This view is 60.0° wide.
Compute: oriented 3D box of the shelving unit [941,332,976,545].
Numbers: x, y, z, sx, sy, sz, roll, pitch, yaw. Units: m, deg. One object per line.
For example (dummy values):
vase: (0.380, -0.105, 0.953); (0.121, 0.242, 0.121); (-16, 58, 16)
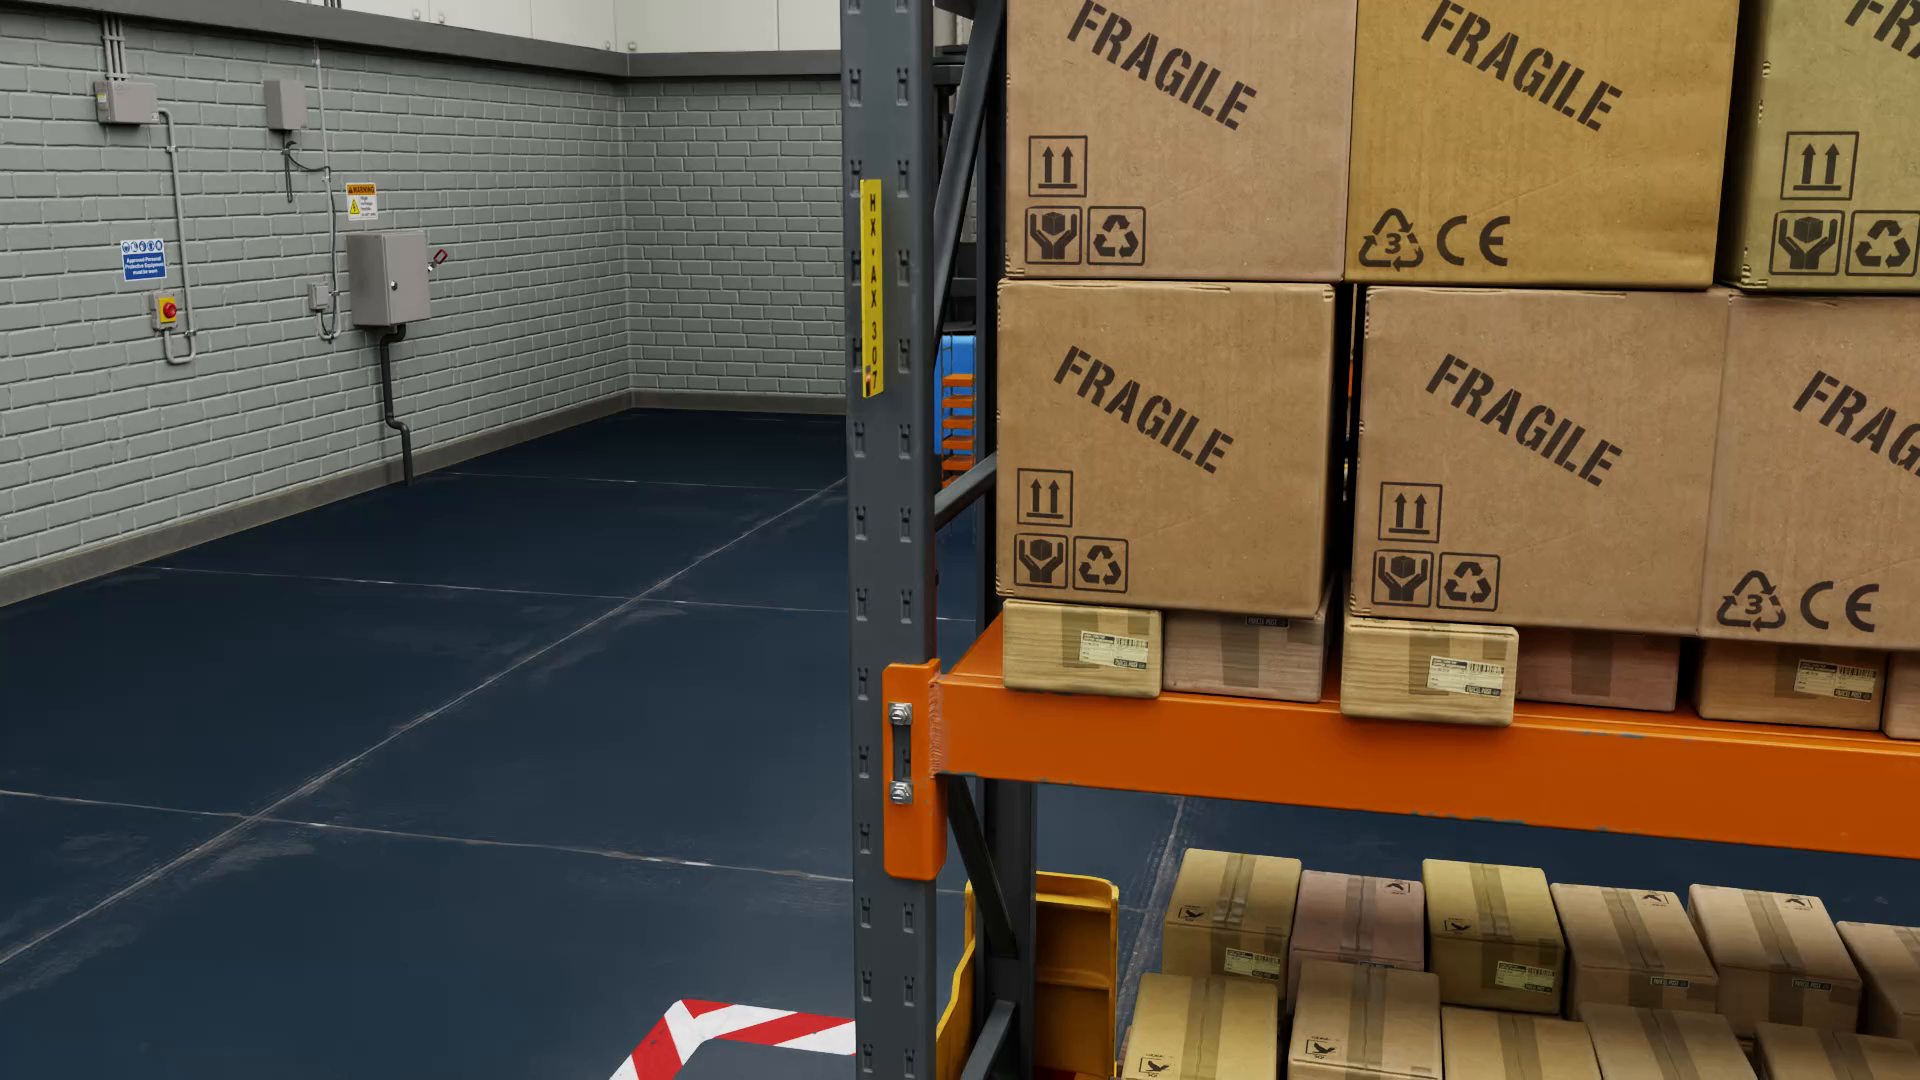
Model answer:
shelving unit: (0.014, -0.585, 9.600); (0.189, 1.200, 0.258); (3, 13, 14)

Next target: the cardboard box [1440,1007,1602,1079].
cardboard box: (0.934, 0.948, 2.774); (0.250, 0.149, 0.380); (3, 13, 13)

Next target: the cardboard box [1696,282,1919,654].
cardboard box: (1.364, -0.138, 2.514); (0.500, 0.500, 0.500); (3, 13, 14)

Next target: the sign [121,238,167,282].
sign: (-4.467, -1.535, 9.102); (0.001, 0.218, 0.327); (3, 13, 14)

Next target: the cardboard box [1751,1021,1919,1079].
cardboard box: (1.462, 0.960, 2.721); (0.250, 0.149, 0.380); (4, 13, 16)

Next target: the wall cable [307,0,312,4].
wall cable: (-4.323, -4.445, 8.992); (0.029, 3.000, 2.355); (3, 13, 14)

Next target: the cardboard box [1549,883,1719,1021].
cardboard box: (1.319, 0.833, 3.292); (0.250, 0.149, 0.380); (3, 13, 11)

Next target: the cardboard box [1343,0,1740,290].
cardboard box: (0.860, -0.654, 2.531); (0.500, 0.500, 0.500); (3, 13, 15)

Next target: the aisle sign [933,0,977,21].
aisle sign: (-0.003, -1.412, 3.171); (0.004, 0.787, 0.394); (3, 13, 14)

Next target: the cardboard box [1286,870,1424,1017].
cardboard box: (0.801, 0.820, 3.353); (0.250, 0.149, 0.380); (3, 13, 15)

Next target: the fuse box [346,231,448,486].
fuse box: (-3.751, -1.215, 11.260); (0.414, 1.711, 0.539); (3, 13, 14)

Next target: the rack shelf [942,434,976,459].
rack shelf: (0.014, -0.542, 9.610); (0.180, 0.103, 0.258); (3, 13, 14)

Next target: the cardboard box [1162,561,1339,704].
cardboard box: (0.489, 0.137, 2.771); (0.250, 0.149, 0.380); (4, 13, 16)

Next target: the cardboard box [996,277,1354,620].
cardboard box: (0.366, -0.189, 2.741); (0.500, 0.500, 0.500); (4, 13, 16)

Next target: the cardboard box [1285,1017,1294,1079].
cardboard box: (0.831, 1.086, 3.525); (0.250, 0.149, 0.380); (3, 13, 15)

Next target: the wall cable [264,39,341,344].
wall cable: (-4.067, -2.205, 10.400); (0.122, 1.984, 0.588); (3, 13, 14)

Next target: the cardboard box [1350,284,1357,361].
cardboard box: (1.979, -1.065, 7.379); (0.500, 0.500, 0.500); (3, 13, 13)

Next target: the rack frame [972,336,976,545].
rack frame: (0.103, -0.580, 9.579); (0.006, 1.200, 0.240); (3, 13, 14)

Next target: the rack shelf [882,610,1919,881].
rack shelf: (1.938, 0.379, 2.761); (4.000, 0.370, 1.077); (3, 13, 14)

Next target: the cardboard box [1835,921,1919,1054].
cardboard box: (1.823, 0.872, 3.115); (0.250, 0.149, 0.380); (3, 13, 12)

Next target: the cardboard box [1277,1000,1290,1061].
cardboard box: (0.577, 0.933, 3.529); (0.250, 0.149, 0.380); (3, 13, 12)

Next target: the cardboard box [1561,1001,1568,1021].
cardboard box: (1.318, 0.995, 3.249); (0.250, 0.149, 0.380); (3, 13, 13)

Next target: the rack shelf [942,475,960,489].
rack shelf: (0.014, -0.307, 9.662); (0.180, 0.103, 0.258); (3, 13, 14)

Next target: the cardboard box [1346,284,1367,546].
cardboard box: (0.993, -0.273, 3.121); (0.500, 0.500, 0.500); (3, 13, 13)

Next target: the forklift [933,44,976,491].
forklift: (0.255, -2.001, 11.987); (1.130, 2.935, 3.031); (1, 13, 6)

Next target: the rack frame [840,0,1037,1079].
rack frame: (-0.004, -0.076, 3.151); (0.127, 3.000, 1.000); (3, 13, 14)

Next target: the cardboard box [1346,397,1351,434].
cardboard box: (2.841, -1.101, 12.564); (0.637, 0.503, 0.797); (3, 13, 11)

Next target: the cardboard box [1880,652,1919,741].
cardboard box: (1.513, 0.185, 2.556); (0.250, 0.149, 0.380); (3, 13, 12)

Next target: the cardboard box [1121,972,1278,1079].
cardboard box: (0.424, 0.919, 2.905); (0.250, 0.149, 0.380); (2, 13, 11)

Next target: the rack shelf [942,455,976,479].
rack shelf: (0.014, -0.424, 9.636); (0.180, 0.103, 0.258); (3, 13, 14)

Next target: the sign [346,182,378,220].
sign: (-3.965, -2.246, 11.027); (0.001, 0.242, 0.339); (3, 13, 14)

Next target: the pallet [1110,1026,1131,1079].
pallet: (0.850, 1.339, 3.212); (1.213, 0.211, 1.003); (3, 13, 14)

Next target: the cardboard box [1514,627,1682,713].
cardboard box: (1.022, 0.147, 2.727); (0.250, 0.149, 0.380); (4, 13, 16)
